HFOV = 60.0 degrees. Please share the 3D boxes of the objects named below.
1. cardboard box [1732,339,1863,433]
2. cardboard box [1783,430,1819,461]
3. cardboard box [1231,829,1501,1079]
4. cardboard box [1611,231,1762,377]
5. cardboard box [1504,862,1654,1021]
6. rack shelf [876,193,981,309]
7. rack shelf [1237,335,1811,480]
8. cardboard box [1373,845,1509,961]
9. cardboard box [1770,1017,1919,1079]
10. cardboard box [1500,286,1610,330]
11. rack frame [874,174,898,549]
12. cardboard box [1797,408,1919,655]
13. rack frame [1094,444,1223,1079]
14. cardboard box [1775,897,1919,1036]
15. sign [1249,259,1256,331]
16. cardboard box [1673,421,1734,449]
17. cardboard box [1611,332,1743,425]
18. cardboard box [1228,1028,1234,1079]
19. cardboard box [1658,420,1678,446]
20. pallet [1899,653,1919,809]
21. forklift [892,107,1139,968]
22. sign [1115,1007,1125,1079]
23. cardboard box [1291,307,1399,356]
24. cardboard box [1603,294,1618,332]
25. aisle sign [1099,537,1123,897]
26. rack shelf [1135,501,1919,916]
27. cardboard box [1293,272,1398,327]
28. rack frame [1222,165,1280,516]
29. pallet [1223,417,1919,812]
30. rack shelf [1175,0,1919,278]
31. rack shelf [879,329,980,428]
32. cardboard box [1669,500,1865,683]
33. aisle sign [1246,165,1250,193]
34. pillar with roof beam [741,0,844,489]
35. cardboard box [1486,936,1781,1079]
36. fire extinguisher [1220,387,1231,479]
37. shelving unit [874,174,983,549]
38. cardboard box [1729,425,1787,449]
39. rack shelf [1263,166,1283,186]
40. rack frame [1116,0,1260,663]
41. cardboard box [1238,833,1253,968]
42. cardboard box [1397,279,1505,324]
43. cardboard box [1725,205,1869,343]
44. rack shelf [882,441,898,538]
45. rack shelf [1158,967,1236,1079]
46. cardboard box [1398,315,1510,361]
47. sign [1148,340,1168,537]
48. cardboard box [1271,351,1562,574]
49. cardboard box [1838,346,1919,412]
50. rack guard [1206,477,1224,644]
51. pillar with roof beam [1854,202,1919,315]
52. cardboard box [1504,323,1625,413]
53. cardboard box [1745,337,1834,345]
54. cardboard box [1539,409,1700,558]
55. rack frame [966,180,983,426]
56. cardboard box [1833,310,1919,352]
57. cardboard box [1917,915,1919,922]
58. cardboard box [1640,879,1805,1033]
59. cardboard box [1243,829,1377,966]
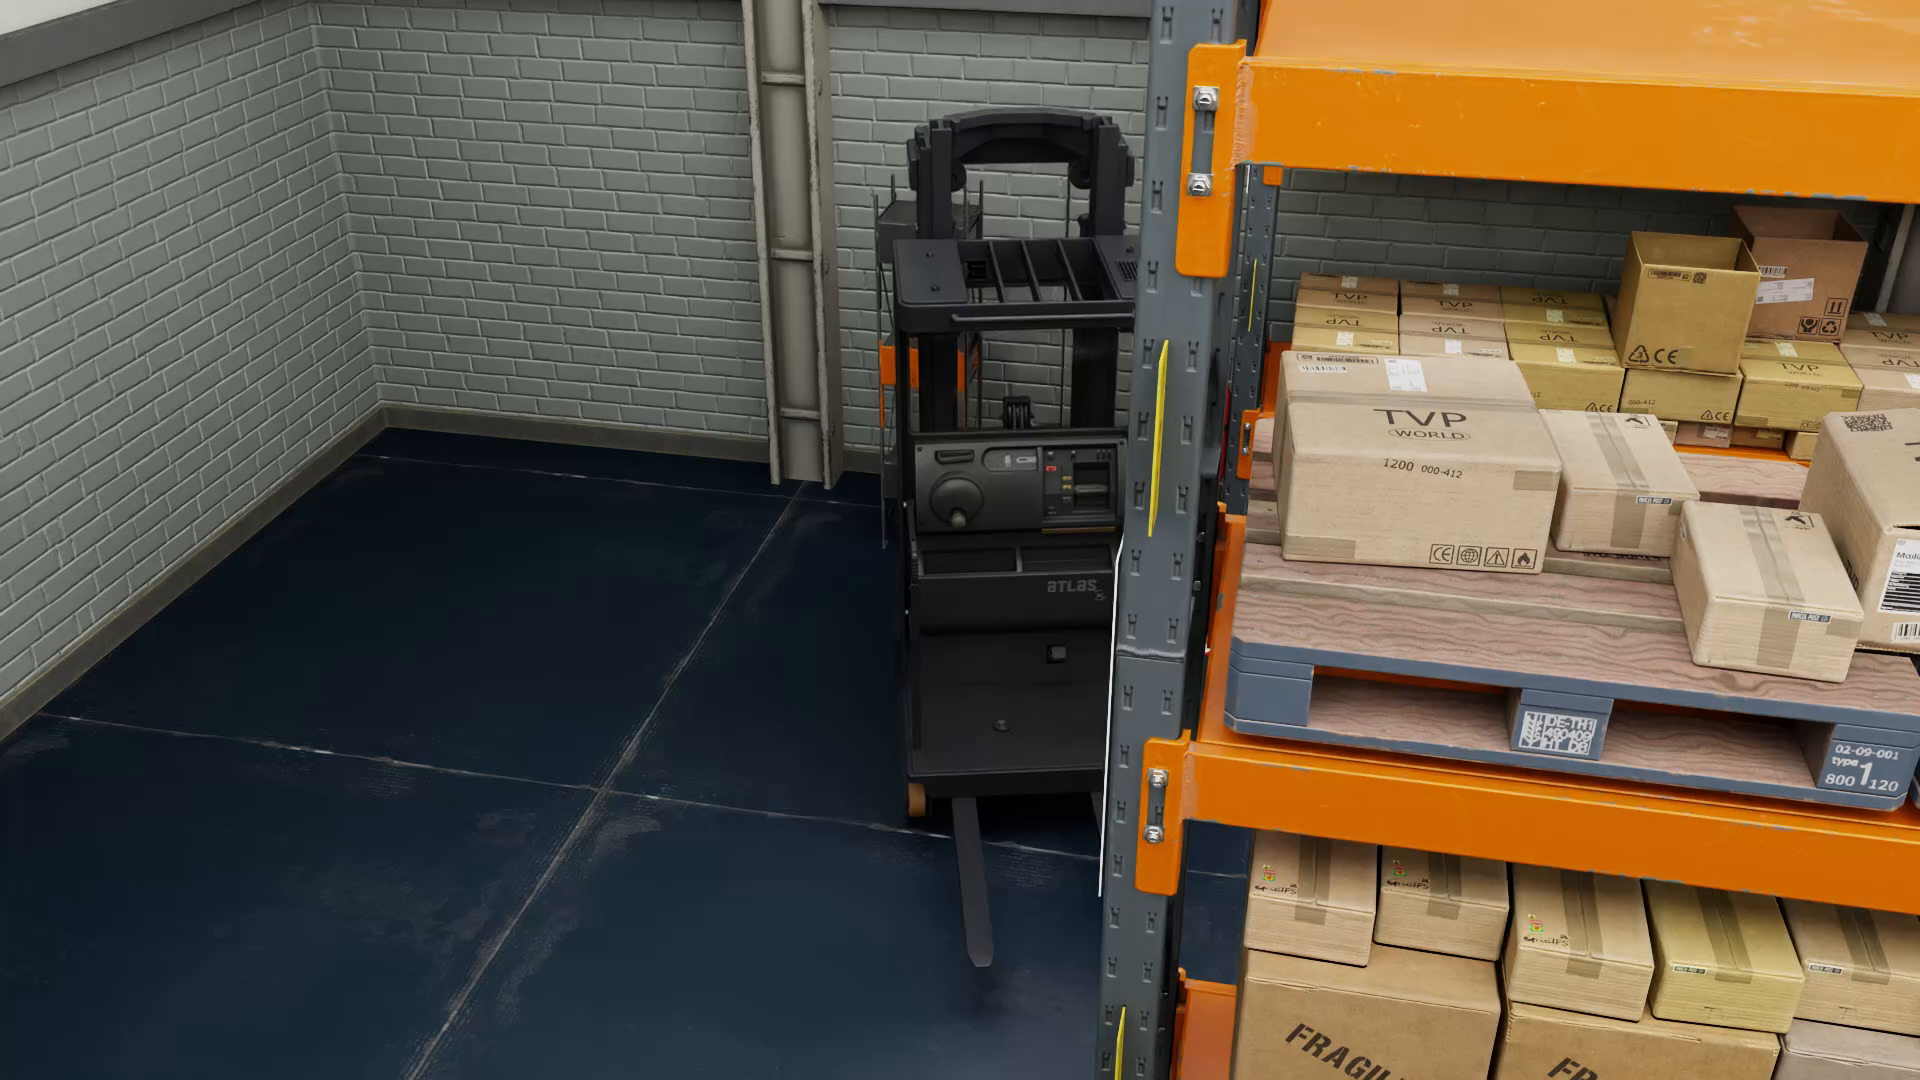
[{"bbox_3d":[3.876,-0.727,7.802,0.500,0.250,0.500,6,29,10],"label":"cardboard box"},{"bbox_3d":[4.013,-0.512,7.823,0.250,0.149,0.380,5,29,10],"label":"cardboard box"},{"bbox_3d":[0.868,1.003,3.649,0.500,0.500,0.500,5,29,9],"label":"cardboard box"},{"bbox_3d":[3.345,-1.099,7.700,0.500,0.500,0.500,7,29,12],"label":"cardboard box"},{"bbox_3d":[1.249,0.775,3.390,0.250,0.149,0.380,7,29,12],"label":"cardboard box"},{"bbox_3d":[-0.162,-1.540,8.946,0.480,0.518,0.431,6,29,11],"label":"rack shelf"},{"bbox_3d":[3.447,-0.512,8.310,4.000,0.370,1.077,6,29,11],"label":"rack shelf"},{"bbox_3d":[1.019,0.695,3.536,0.250,0.149,0.380,7,29,12],"label":"cardboard box"},{"bbox_3d":[1.880,1.100,3.473,0.500,0.500,0.500,6,29,10],"label":"cardboard box"},{"bbox_3d":[2.983,-1.067,8.422,0.500,0.250,0.500,7,29,12],"label":"cardboard box"},{"bbox_3d":[-0.401,-0.962,9.321,0.015,2.100,0.400,6,29,11],"label":"rack frame"},{"bbox_3d":[1.911,-0.028,3.105,0.500,0.311,0.500,6,29,11],"label":"cardboard box"},{"bbox_3d":[0.458,1.304,4.245,0.127,3.000,1.000,6,29,11],"label":"rack frame"},{"bbox_3d":[1.778,0.794,3.354,0.250,0.149,0.380,6,29,11],"label":"cardboard box"},{"bbox_3d":[1.378,-1.153,7.831,0.005,0.325,0.100,6,29,11],"label":"sign"},{"bbox_3d":[3.533,-0.593,7.971,0.250,0.149,0.380,6,29,10],"label":"cardboard box"},{"bbox_3d":[3.372,-0.780,7.897,0.500,0.250,0.500,5,29,9],"label":"cardboard box"},{"bbox_3d":[0.867,1.443,3.887,0.500,0.500,0.500,6,29,10],"label":"cardboard box"},{"bbox_3d":[3.266,-0.587,7.959,0.250,0.149,0.380,7,29,12],"label":"cardboard box"},{"bbox_3d":[2.382,0.217,3.198,1.213,0.211,1.003,6,29,11],"label":"pallet"},{"bbox_3d":[0.285,-0.202,7.067,1.130,2.935,3.031,-2,29,-3],"label":"forklift"},{"bbox_3d":[0.336,1.149,3.543,0.005,0.325,0.100,6,29,11],"label":"sign"},{"bbox_3d":[1.878,-0.921,8.154,0.500,0.250,0.500,6,29,11],"label":"cardboard box"},{"bbox_3d":[3.495,-1.014,8.326,0.500,0.250,0.500,6,29,10],"label":"cardboard box"},{"bbox_3d":[0.327,0.292,3.385,0.004,0.787,0.394,6,29,11],"label":"aisle sign"},{"bbox_3d":[2.414,0.504,3.331,4.000,0.370,1.077,6,29,11],"label":"rack shelf"},{"bbox_3d":[1.996,-1.171,8.612,0.500,0.250,0.500,7,29,12],"label":"cardboard box"},{"bbox_3d":[1.491,-1.028,8.504,0.127,3.000,1.000,6,29,11],"label":"rack frame"},{"bbox_3d":[1.186,0.096,3.419,1.213,0.211,1.003,6,29,11],"label":"pallet"},{"bbox_3d":[2.414,-0.636,2.707,4.000,0.370,1.077,6,29,11],"label":"rack shelf"},{"bbox_3d":[-0.162,-0.926,9.283,0.480,0.518,0.431,6,29,11],"label":"rack shelf"},{"bbox_3d":[1.474,0.087,3.064,0.250,0.149,0.380,7,29,12],"label":"cardboard box"},{"bbox_3d":[1.363,-2.037,7.640,0.004,0.787,0.394,6,29,11],"label":"aisle sign"},{"bbox_3d":[-1.857,-2.331,4.637,0.400,9.000,9.100,6,29,11],"label":"pillar with roof beam"},{"bbox_3d":[1.375,1.052,3.560,0.500,0.500,0.500,5,29,9],"label":"cardboard box"},{"bbox_3d":[1.251,-0.628,8.243,0.183,0.674,0.296,6,29,11],"label":"fire extinguisher"},{"bbox_3d":[-0.162,-0.938,9.276,0.503,2.100,0.431,6,29,11],"label":"shelving unit"},{"bbox_3d":[3.784,-0.590,7.966,0.250,0.149,0.380,6,29,11],"label":"cardboard box"},{"bbox_3d":[3.447,-1.828,7.590,4.000,0.370,1.077,6,29,11],"label":"rack shelf"},{"bbox_3d":[0.458,-1.328,2.805,0.127,3.000,1.000,6,29,11],"label":"rack frame"},{"bbox_3d":[0.979,0.758,4.097,0.500,0.500,0.500,7,29,12],"label":"cardboard box"},{"bbox_3d":[2.500,-1.119,8.516,0.500,0.250,0.500,6,29,11],"label":"cardboard box"},{"bbox_3d":[4.002,-1.295,8.057,0.500,0.500,0.500,5,29,9],"label":"cardboard box"},{"bbox_3d":[-0.162,-0.312,9.619,0.480,0.518,0.431,6,29,11],"label":"rack shelf"},{"bbox_3d":[2.414,1.820,4.052,4.000,0.370,1.077,6,29,11],"label":"rack shelf"},{"bbox_3d":[2.371,-0.870,8.062,0.500,0.250,0.500,6,29,11],"label":"cardboard box"},{"bbox_3d":[0.336,-0.170,2.821,0.005,0.325,0.100,6,29,11],"label":"sign"},{"bbox_3d":[0.917,-0.172,3.431,0.500,0.250,0.500,3,29,6],"label":"cardboard box"},{"bbox_3d":[4.361,-0.671,7.699,0.500,0.250,0.500,6,29,11],"label":"cardboard box"},{"bbox_3d":[1.565,0.076,9.090,0.348,0.500,1.175,6,29,11],"label":"rack guard"},{"bbox_3d":[4.011,-1.730,3.538,0.400,9.000,9.100,6,29,11],"label":"pillar with roof beam"},{"bbox_3d":[2.868,-0.821,7.972,0.500,0.250,0.500,5,29,10],"label":"cardboard box"},{"bbox_3d":[3.979,-0.968,8.240,0.500,0.250,0.500,6,29,12],"label":"cardboard box"},{"bbox_3d":[1.344,-0.123,3.447,0.250,0.149,0.380,4,29,7],"label":"cardboard box"},{"bbox_3d":[0.077,-0.913,9.231,0.015,2.100,0.400,6,29,11],"label":"rack frame"},{"bbox_3d":[4.483,-0.915,8.144,0.500,0.250,0.500,6,29,10],"label":"cardboard box"},{"bbox_3d":[2.013,0.839,3.273,0.250,0.149,0.380,6,29,11],"label":"cardboard box"},{"bbox_3d":[1.510,0.793,3.357,0.250,0.149,0.380,5,29,9],"label":"cardboard box"},{"bbox_3d":[0.747,0.702,3.523,0.250,0.149,0.380,6,29,12],"label":"cardboard box"}]
